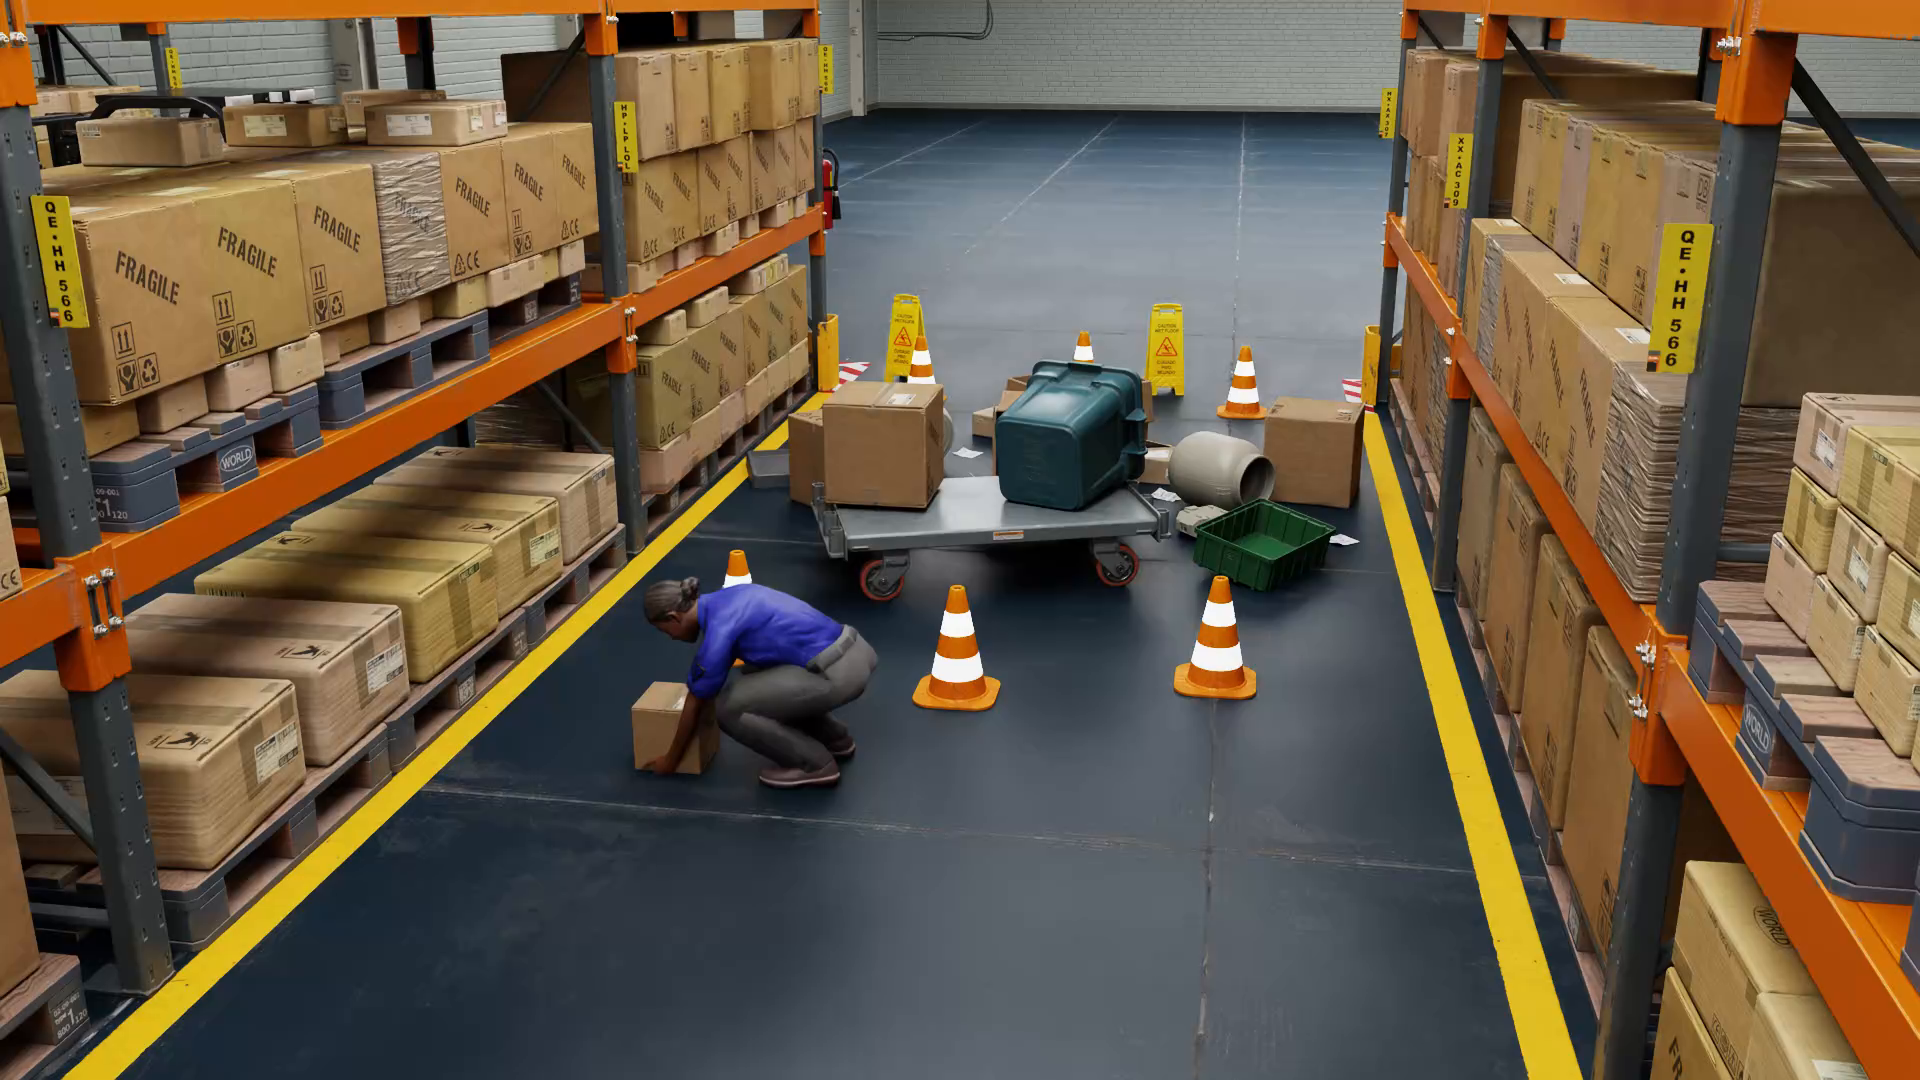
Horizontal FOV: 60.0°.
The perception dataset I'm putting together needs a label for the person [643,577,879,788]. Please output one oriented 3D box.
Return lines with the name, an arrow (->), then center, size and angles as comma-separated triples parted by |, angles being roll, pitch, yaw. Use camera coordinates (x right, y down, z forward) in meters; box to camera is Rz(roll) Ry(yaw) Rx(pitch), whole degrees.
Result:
person -> -0.729, 0.523, 6.071 | 0.846, 0.780, 0.473 | 3, 18, 8
